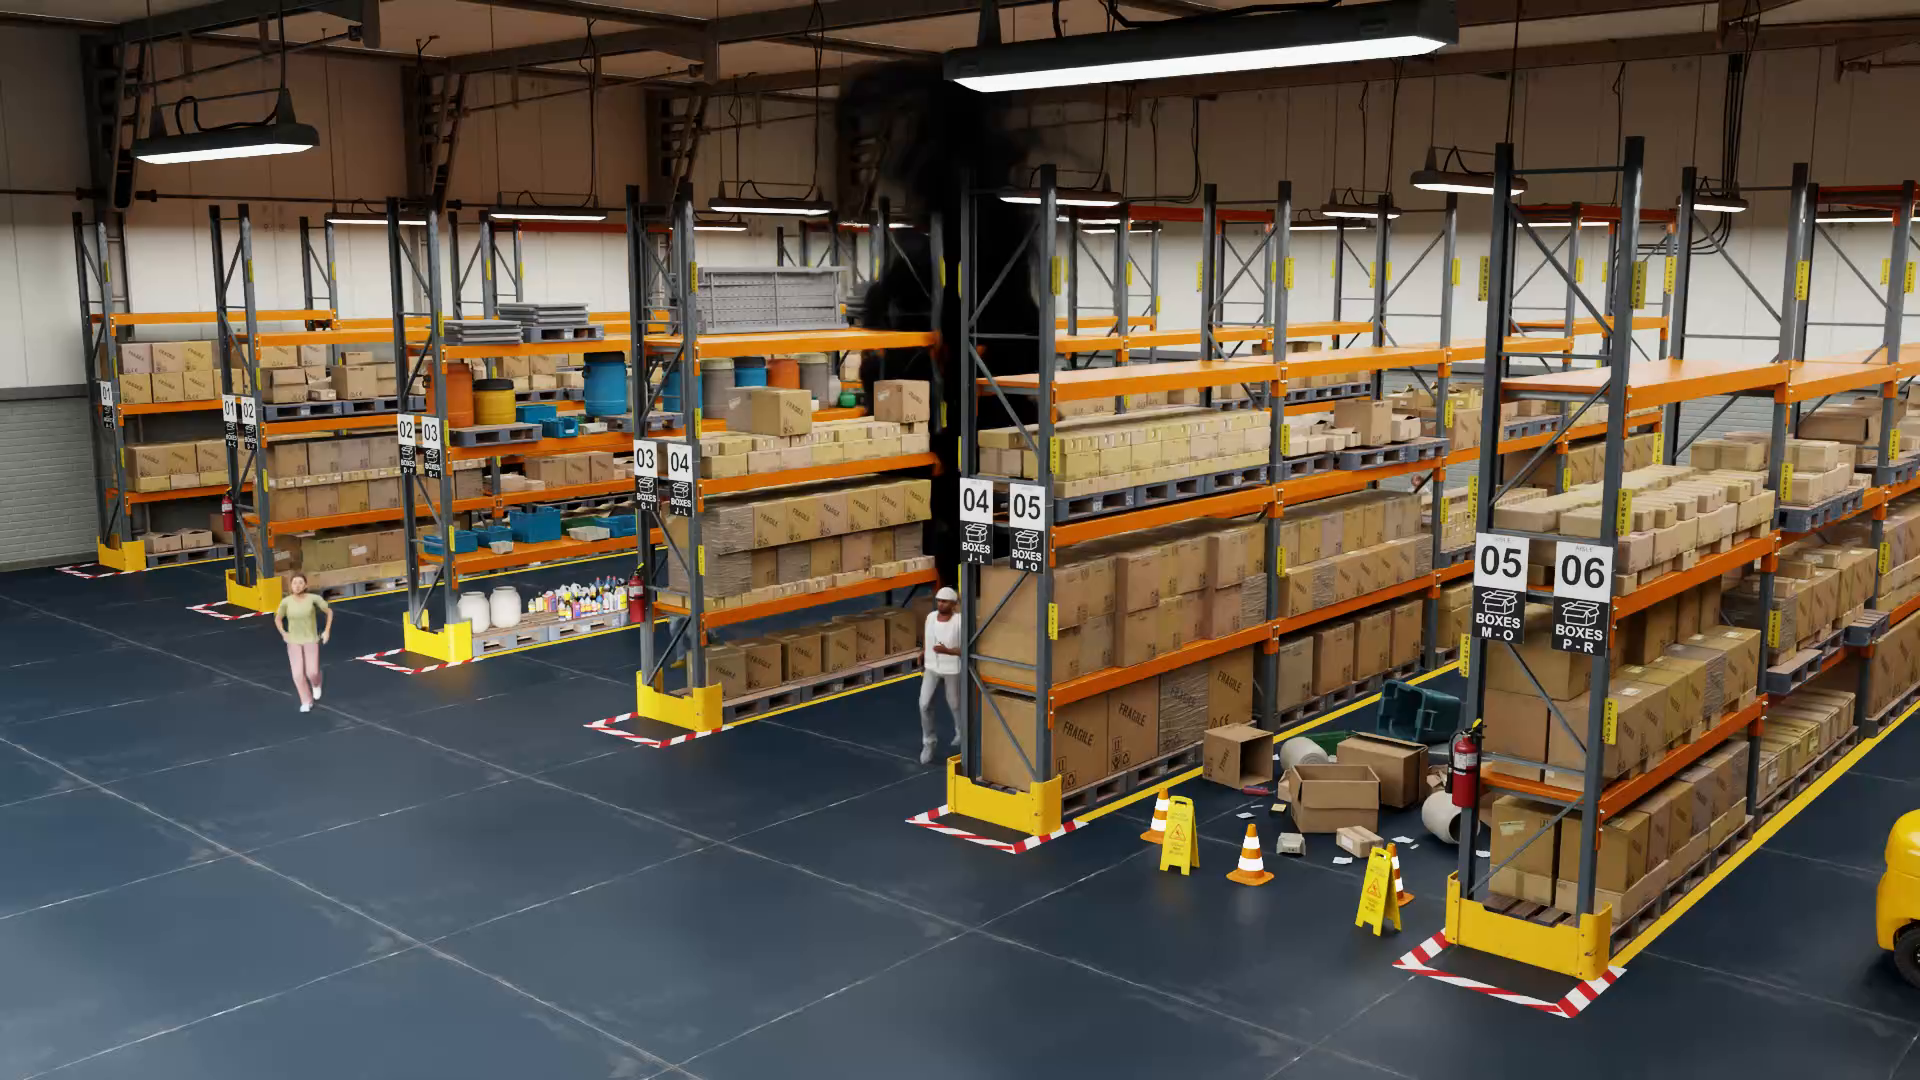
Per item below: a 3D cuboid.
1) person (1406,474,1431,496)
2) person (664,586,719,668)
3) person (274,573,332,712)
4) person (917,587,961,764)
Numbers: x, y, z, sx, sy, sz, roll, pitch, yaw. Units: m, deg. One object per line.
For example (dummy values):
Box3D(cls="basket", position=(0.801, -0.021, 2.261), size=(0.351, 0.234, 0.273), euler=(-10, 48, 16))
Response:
Box3D(cls="person", position=(7.984, -0.378, 28.945), size=(0.573, 1.555, 0.646), euler=(5, 11, 27))
Box3D(cls="person", position=(-3.450, 0.758, 21.234), size=(0.707, 1.726, 0.753), euler=(6, 11, 34))
Box3D(cls="person", position=(-7.612, 1.175, 19.305), size=(0.620, 1.626, 0.575), euler=(-2, 10, -14))
Box3D(cls="person", position=(-0.167, 1.389, 17.342), size=(0.678, 1.831, 0.770), euler=(4, 10, 24))
